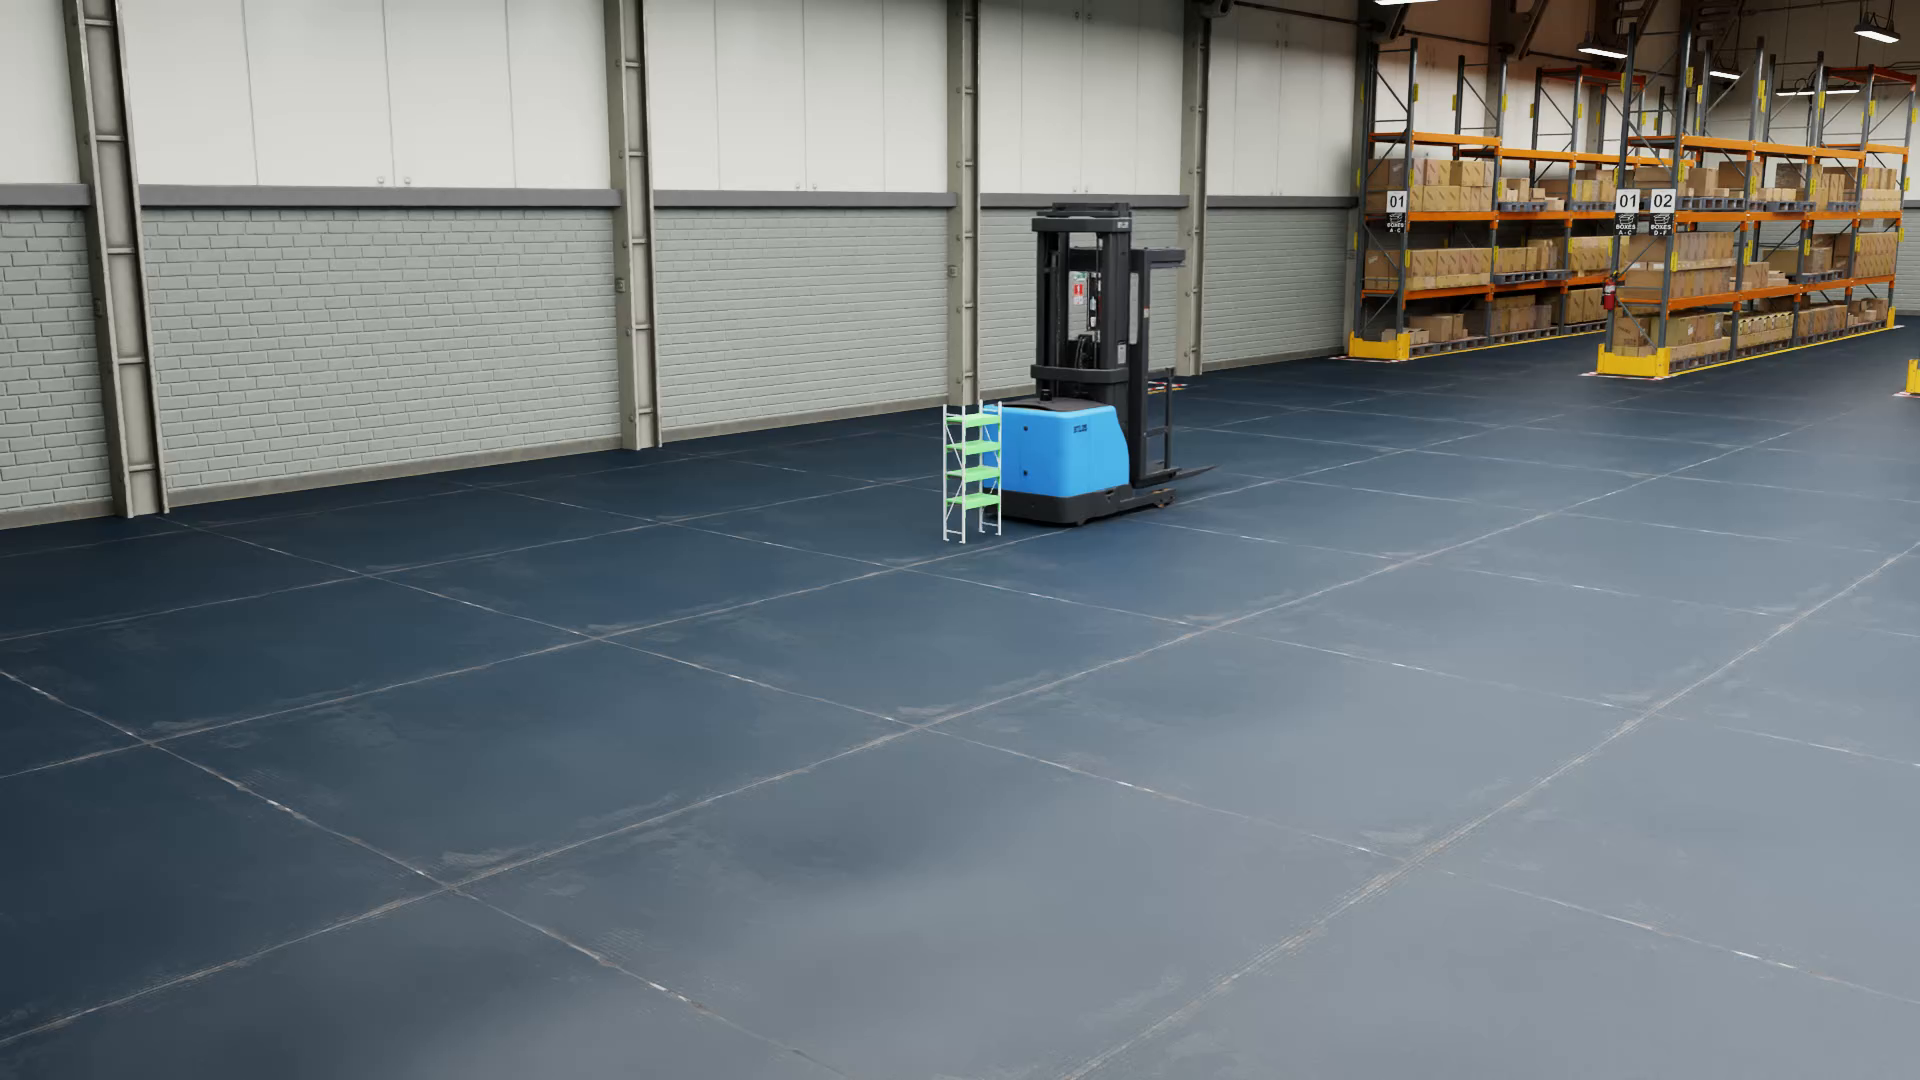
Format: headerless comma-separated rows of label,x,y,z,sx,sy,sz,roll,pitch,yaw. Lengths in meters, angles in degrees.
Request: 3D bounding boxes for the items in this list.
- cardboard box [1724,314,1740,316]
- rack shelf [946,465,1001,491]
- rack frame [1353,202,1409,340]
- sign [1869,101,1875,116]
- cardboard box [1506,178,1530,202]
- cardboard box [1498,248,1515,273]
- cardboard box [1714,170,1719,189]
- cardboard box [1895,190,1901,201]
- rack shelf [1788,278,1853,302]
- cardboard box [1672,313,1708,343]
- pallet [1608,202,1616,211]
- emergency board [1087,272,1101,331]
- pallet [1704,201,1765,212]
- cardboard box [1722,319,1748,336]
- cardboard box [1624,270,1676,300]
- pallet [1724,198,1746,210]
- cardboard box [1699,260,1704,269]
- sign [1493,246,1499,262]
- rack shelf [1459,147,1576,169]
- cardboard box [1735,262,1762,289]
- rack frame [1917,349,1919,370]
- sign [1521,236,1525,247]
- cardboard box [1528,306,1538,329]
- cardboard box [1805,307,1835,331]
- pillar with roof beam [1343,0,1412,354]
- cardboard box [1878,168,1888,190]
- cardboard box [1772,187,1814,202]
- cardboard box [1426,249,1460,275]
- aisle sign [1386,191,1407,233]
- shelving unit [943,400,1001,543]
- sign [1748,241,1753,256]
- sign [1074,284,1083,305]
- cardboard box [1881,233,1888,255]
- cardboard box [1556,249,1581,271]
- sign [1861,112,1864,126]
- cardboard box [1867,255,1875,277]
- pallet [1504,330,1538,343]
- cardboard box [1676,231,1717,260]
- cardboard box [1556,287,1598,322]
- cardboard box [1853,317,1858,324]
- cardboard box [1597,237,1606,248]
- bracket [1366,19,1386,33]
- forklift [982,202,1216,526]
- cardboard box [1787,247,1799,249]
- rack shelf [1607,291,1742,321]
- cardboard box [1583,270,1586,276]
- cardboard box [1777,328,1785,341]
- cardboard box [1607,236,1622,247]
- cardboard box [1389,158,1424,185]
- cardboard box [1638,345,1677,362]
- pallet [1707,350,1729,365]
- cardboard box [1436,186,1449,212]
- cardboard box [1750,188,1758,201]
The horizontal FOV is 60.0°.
cardboard box,15.584,-4.444,33.821,0.500,0.311,0.500,10,15,40
rack shelf,0.109,-0.550,14.728,0.258,0.148,0.480,10,15,40
rack frame,8.163,-5.043,32.300,1.000,3.000,0.127,10,15,40
sign,20.229,-9.575,36.886,0.100,0.325,0.005,10,15,40
cardboard box,12.039,-7.609,36.161,0.500,0.500,0.500,9,14,38
cardboard box,11.540,-6.048,35.954,0.500,0.500,0.700,-10,15,-42
cardboard box,13.997,-6.746,31.484,0.500,0.500,0.500,-11,15,-43
cardboard box,22.301,-8.291,40.011,0.500,0.250,0.500,10,15,40
rack shelf,18.488,-5.521,36.533,1.077,0.370,4.000,10,15,40
cardboard box,13.400,-3.899,30.605,0.500,0.500,0.500,10,15,40
pallet,15.517,-8.044,40.157,0.805,0.209,1.217,9,14,38
emergency board,2.355,-4.016,27.160,0.194,1.169,0.643,10,15,40
pallet,15.100,-6.500,32.426,0.805,0.209,1.217,9,14,38
cardboard box,14.987,-4.152,32.359,0.500,0.311,0.500,10,15,41
cardboard box,12.205,-4.519,29.422,0.700,0.500,0.500,10,15,40
pallet,13.984,-6.290,31.113,1.003,0.211,1.213,10,15,40
cardboard box,13.323,-5.026,30.304,0.380,0.149,0.250,10,15,41
sign,11.217,-5.987,34.816,0.100,0.325,0.005,10,15,40
rack shelf,12.124,-8.318,36.242,1.077,0.370,4.000,10,15,40
cardboard box,15.725,-5.302,33.345,0.500,0.500,0.500,10,15,40
rack frame,15.605,-3.762,25.887,1.000,3.000,0.127,10,15,40
sign,13.025,-6.859,38.437,0.100,0.325,0.005,10,15,40
cardboard box,12.581,-5.036,37.527,0.700,0.500,0.500,10,15,40
cardboard box,19.034,-4.903,36.861,0.500,0.500,0.500,10,15,41
pillar with roof beam,11.210,-7.643,30.001,9.100,9.000,0.548,10,15,40
cardboard box,21.479,-8.539,39.341,0.700,0.500,0.500,10,15,40
cardboard box,17.431,-7.168,35.029,0.910,0.500,0.500,10,15,40
cardboard box,9.716,-5.602,33.519,0.500,0.500,0.500,10,15,42
aisle sign,8.341,-6.268,31.798,0.394,0.787,0.004,10,15,40
shelving unit,0.109,-0.613,14.716,0.258,1.200,0.503,10,15,40
sign,16.754,-6.178,35.228,0.100,0.325,0.005,10,15,40
sign,1.913,-3.966,26.816,0.001,0.329,0.234,10,15,40
cardboard box,21.690,-7.044,39.511,0.500,0.500,0.500,10,15,42
cardboard box,13.957,-6.463,38.344,0.500,0.500,0.500,10,15,42
sign,22.041,-10.266,40.547,0.100,0.325,0.005,10,15,40
cardboard box,21.017,-6.406,38.871,0.500,0.500,0.500,10,15,40
pallet,12.122,-4.559,36.997,1.003,0.211,1.213,10,15,40
cardboard box,13.576,-5.462,30.834,0.700,0.500,0.500,10,15,40
cardboard box,14.611,-5.591,39.461,0.750,0.750,0.750,10,15,40
cardboard box,20.811,-5.157,38.983,0.380,0.166,0.250,10,15,40
cardboard box,14.951,-7.055,39.394,0.500,0.250,0.500,9,15,39
bracket,7.968,-9.858,31.900,0.235,0.232,0.430,10,15,40
forklift,1.491,-1.805,16.265,1.130,2.935,3.031,9,14,38
cardboard box,18.921,-6.273,37.133,0.500,0.500,0.700,-9,15,-39
rack shelf,13.207,-4.344,30.640,1.077,0.370,4.000,10,15,40
cardboard box,14.486,-6.281,39.091,0.380,0.149,0.250,10,15,42
cardboard box,16.666,-4.252,34.290,0.500,0.250,0.500,10,15,40
cardboard box,15.624,-7.205,40.145,0.500,0.250,0.500,10,15,42
cardboard box,8.600,-7.088,32.023,0.500,0.500,0.500,8,14,36
cardboard box,12.408,-3.310,29.576,0.500,0.250,0.500,10,15,40
pallet,13.971,-3.512,31.757,1.003,0.211,1.213,10,15,40
cardboard box,9.293,-6.741,32.837,0.500,0.500,0.500,11,16,43
cardboard box,15.302,-6.765,32.577,0.500,0.250,0.500,8,14,35
